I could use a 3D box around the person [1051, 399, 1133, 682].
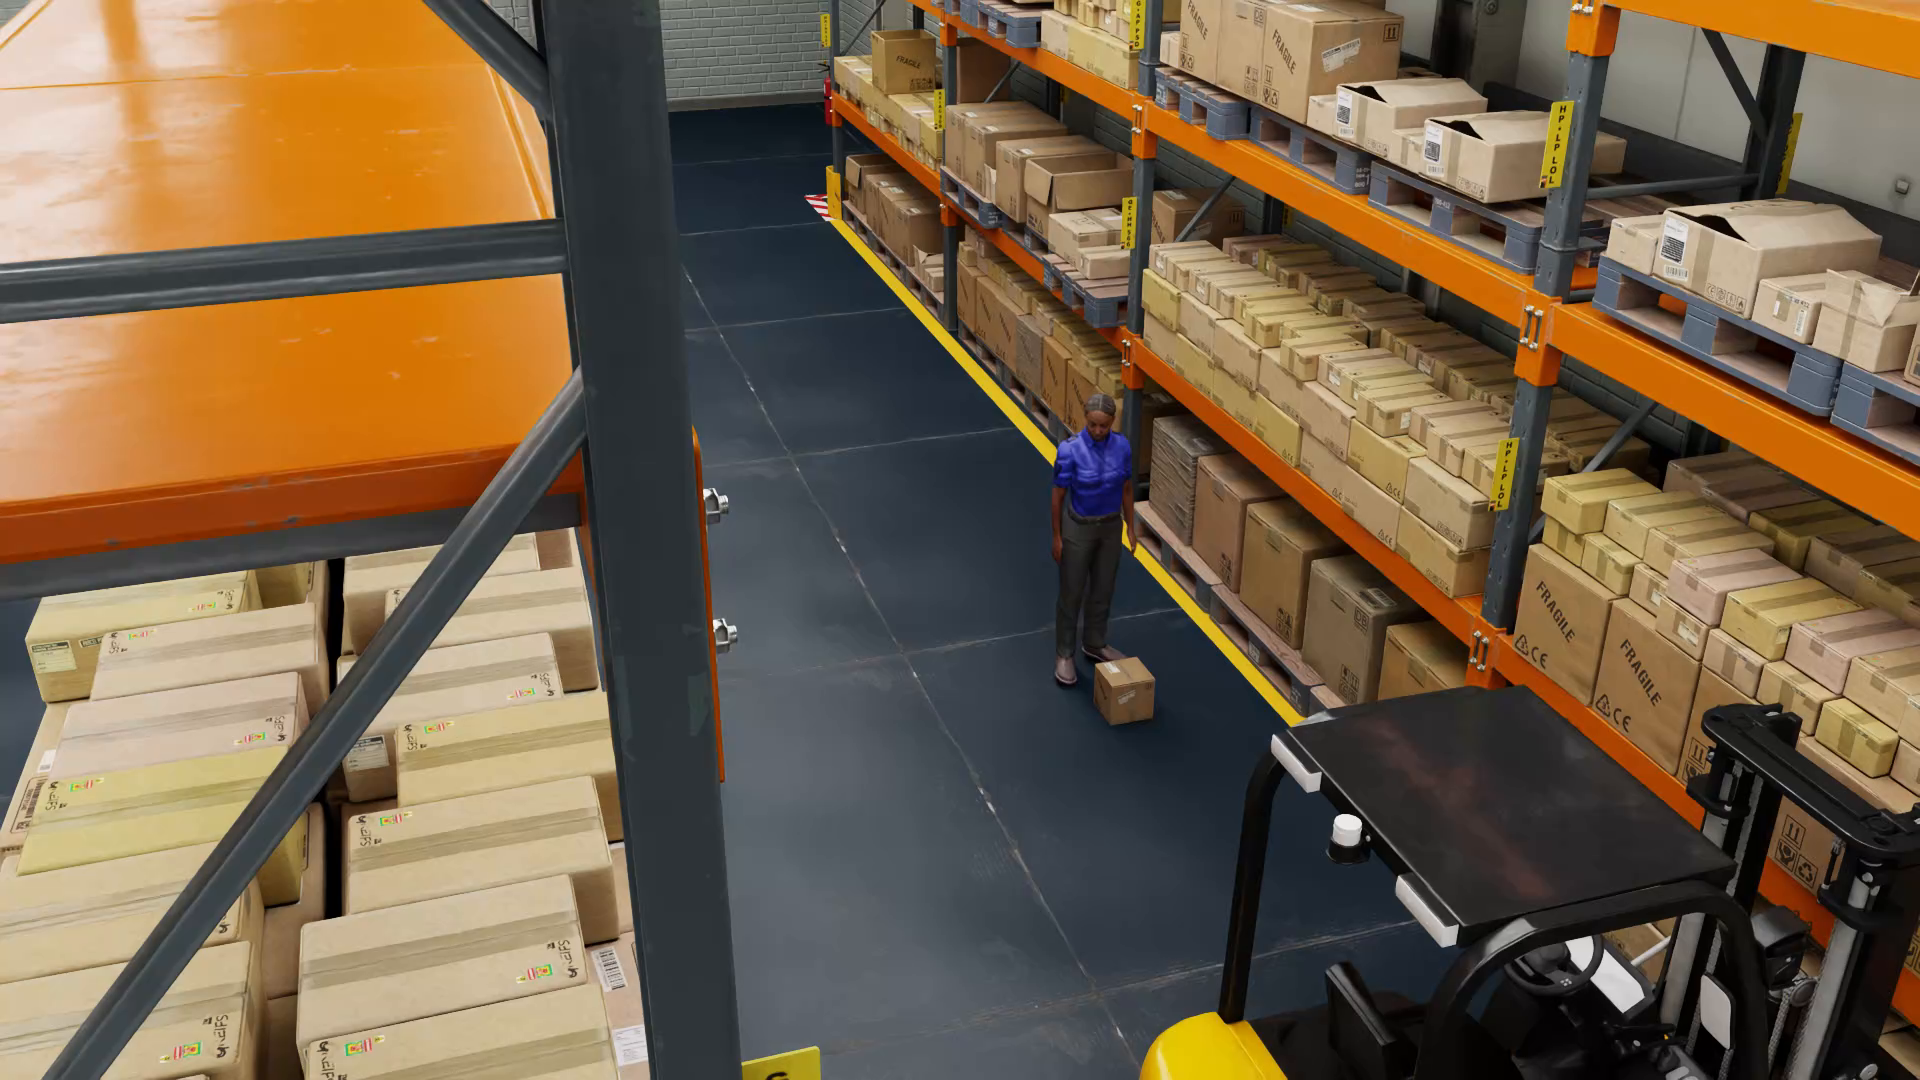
[{"bbox_3d":[0.742,-0.013,9.165,0.440,1.649,0.304,-9,28,-17],"label":"person"}]
